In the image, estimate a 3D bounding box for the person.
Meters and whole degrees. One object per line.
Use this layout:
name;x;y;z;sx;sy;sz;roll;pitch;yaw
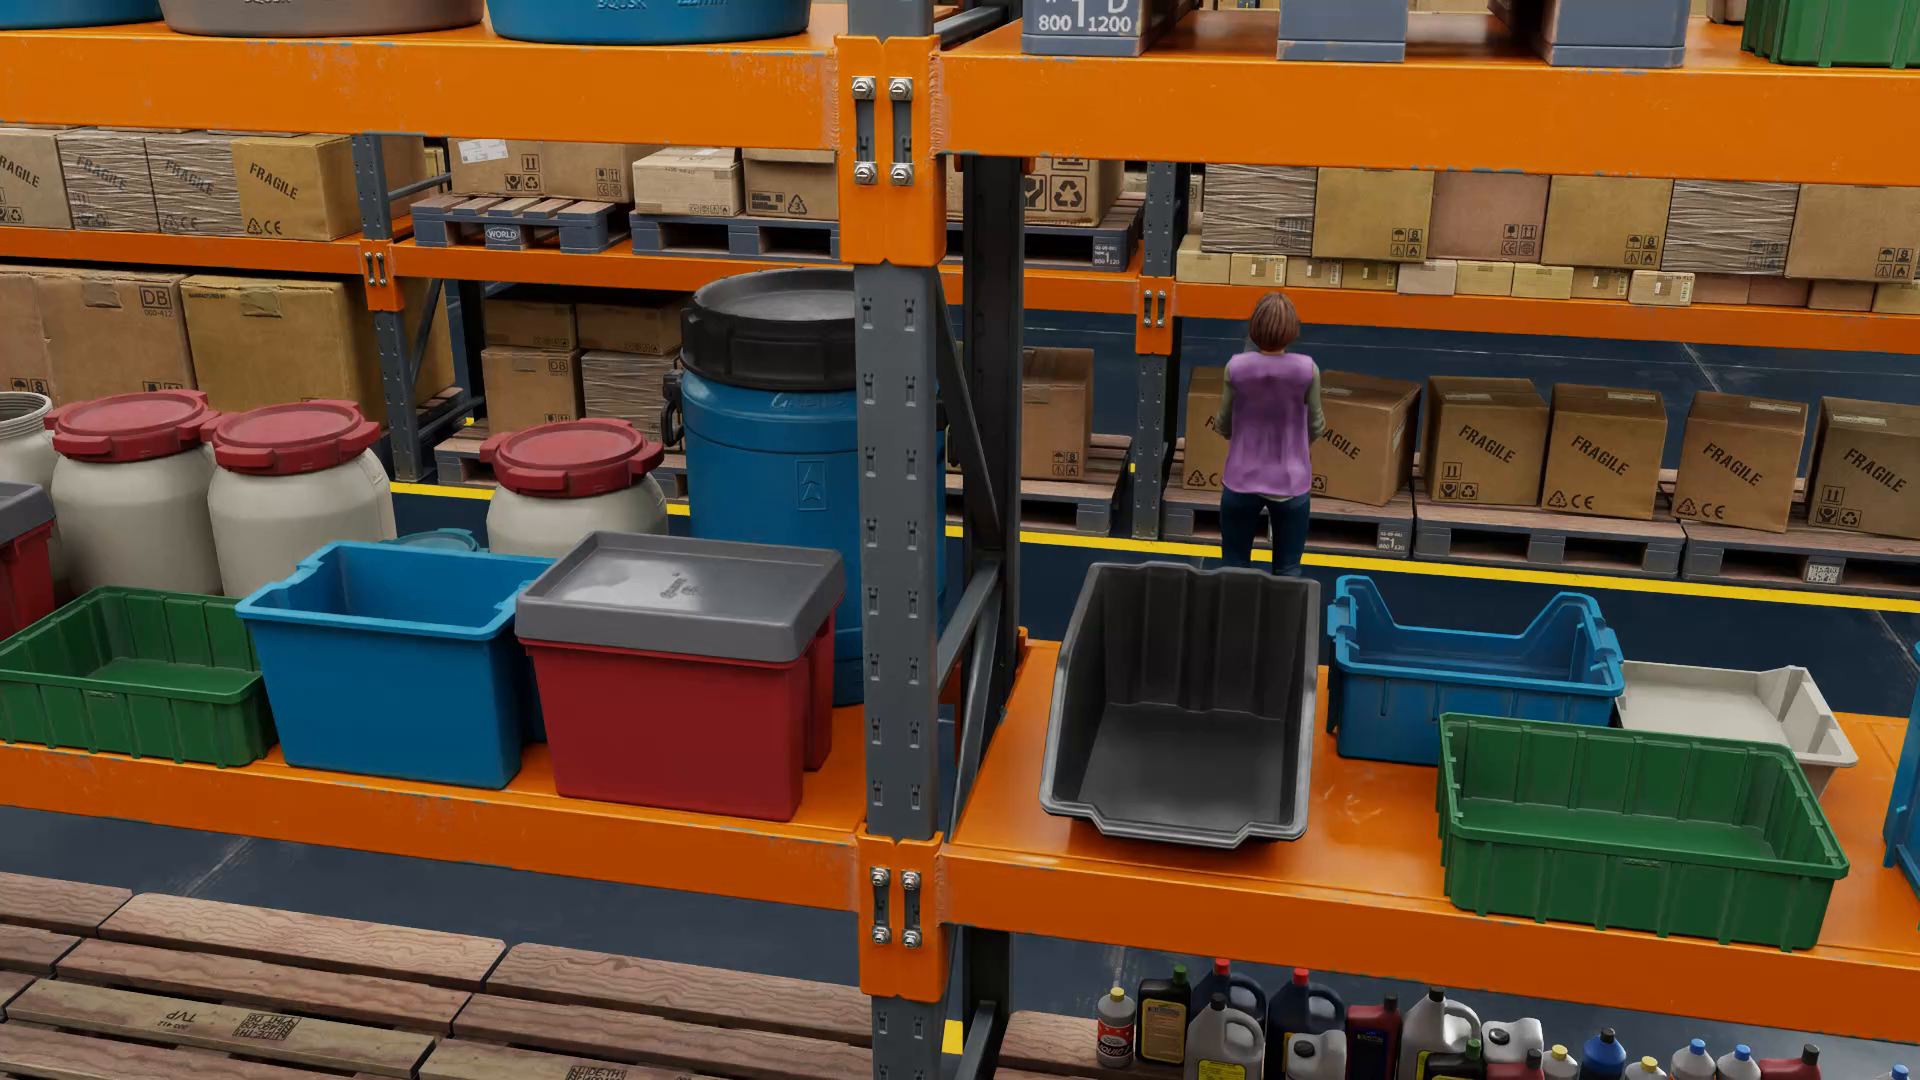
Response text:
person;1.221;-0.225;6.648;0.444;1.603;0.397;4;22;10
